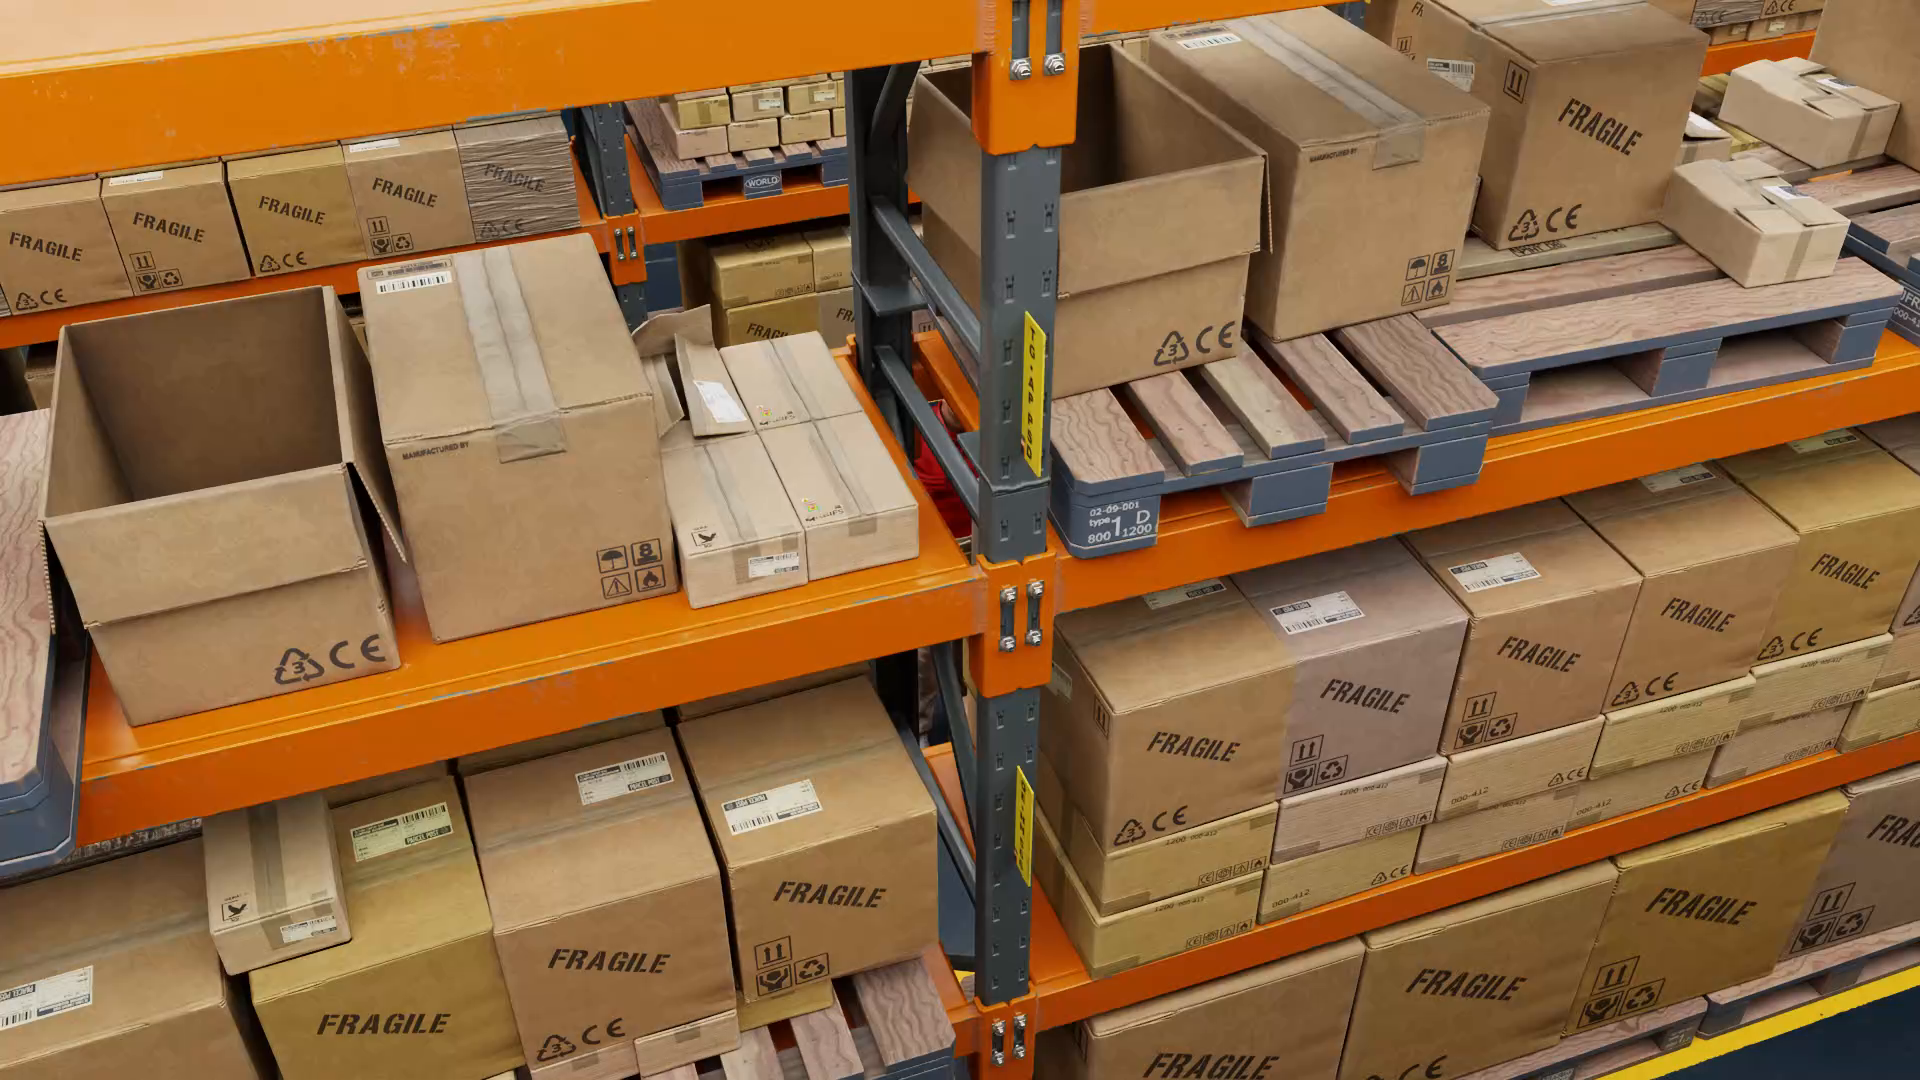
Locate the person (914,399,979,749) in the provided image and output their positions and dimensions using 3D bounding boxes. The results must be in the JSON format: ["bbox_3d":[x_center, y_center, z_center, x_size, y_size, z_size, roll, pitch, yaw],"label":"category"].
[{"bbox_3d":[0.010,0.109,6.640,0.642,1.727,0.550,-12,39,-16],"label":"person"}]
